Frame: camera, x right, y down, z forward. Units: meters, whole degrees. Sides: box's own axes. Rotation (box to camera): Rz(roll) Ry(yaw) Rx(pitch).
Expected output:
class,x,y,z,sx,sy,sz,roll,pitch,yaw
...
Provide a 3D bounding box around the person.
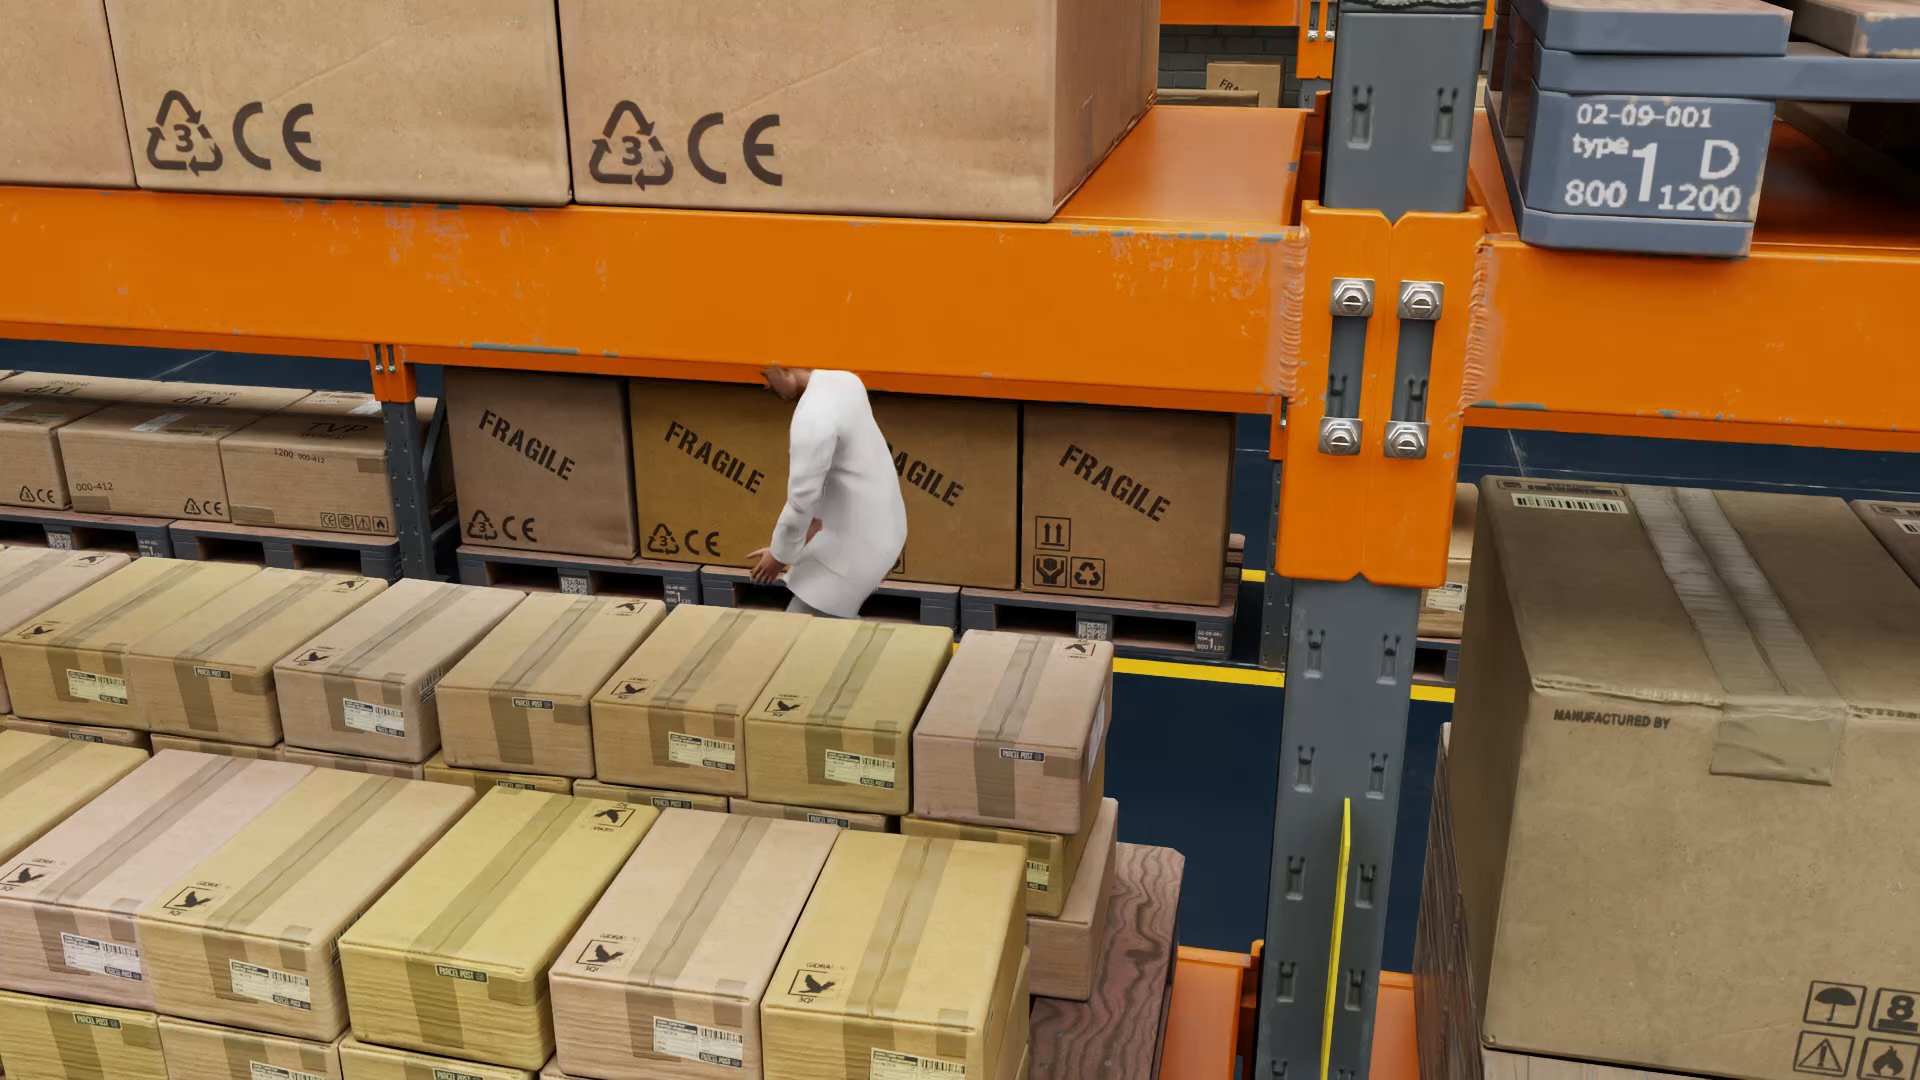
class,x,y,z,sx,sy,sz,roll,pitch,yaw
person,-0.486,-0.002,6.323,0.543,1.634,0.617,5,22,12
